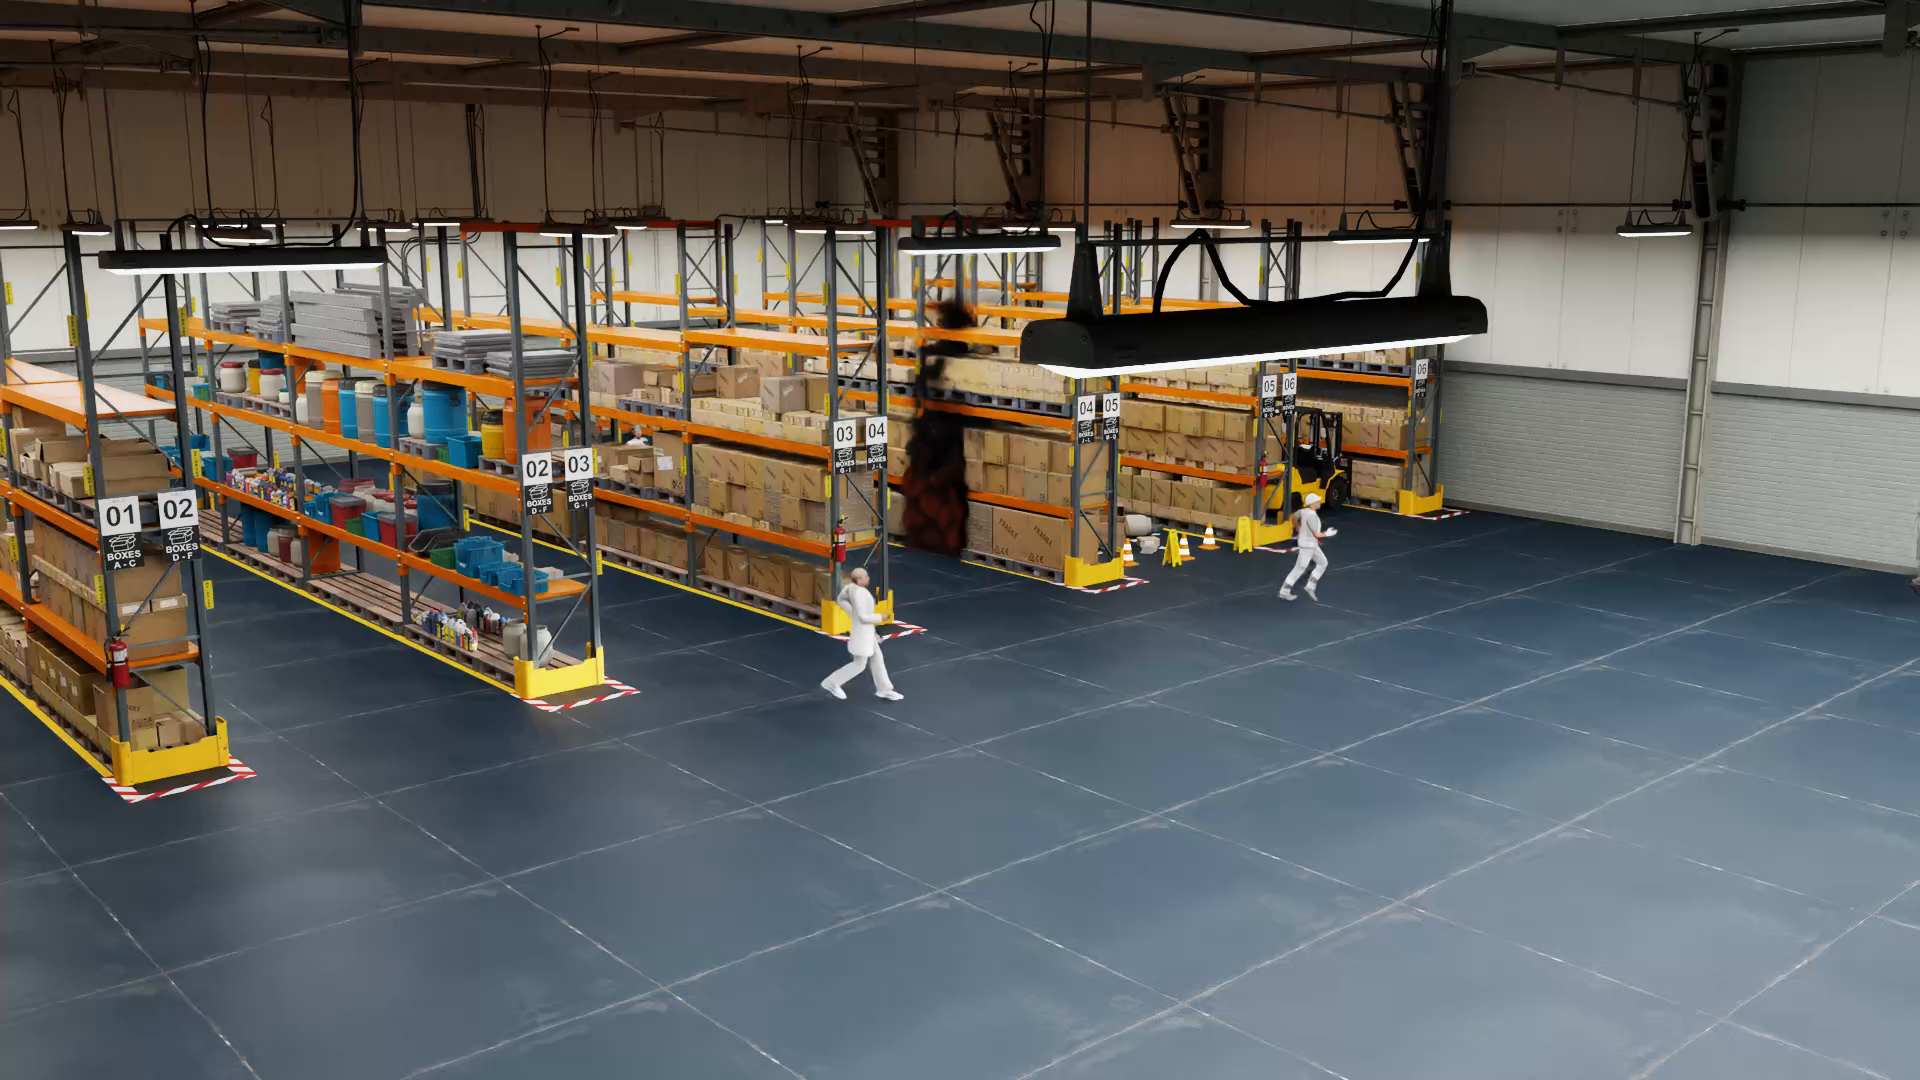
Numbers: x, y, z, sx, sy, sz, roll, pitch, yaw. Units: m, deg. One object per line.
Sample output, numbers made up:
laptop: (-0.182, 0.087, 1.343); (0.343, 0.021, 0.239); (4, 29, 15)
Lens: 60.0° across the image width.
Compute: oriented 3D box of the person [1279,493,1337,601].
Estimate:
person: (5.592, 0.122, 26.736); (0.883, 1.789, 0.671); (1, 11, 7)

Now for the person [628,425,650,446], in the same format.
person: (-6.870, -1.655, 35.858); (0.629, 1.656, 0.575); (-8, 14, -34)

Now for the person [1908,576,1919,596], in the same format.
person: (15.723, 0.206, 26.544); (0.882, 1.697, 0.669); (4, 12, 19)

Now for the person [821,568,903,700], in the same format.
person: (-1.233, 1.225, 21.305); (1.028, 1.784, 0.719); (-2, 12, -8)
